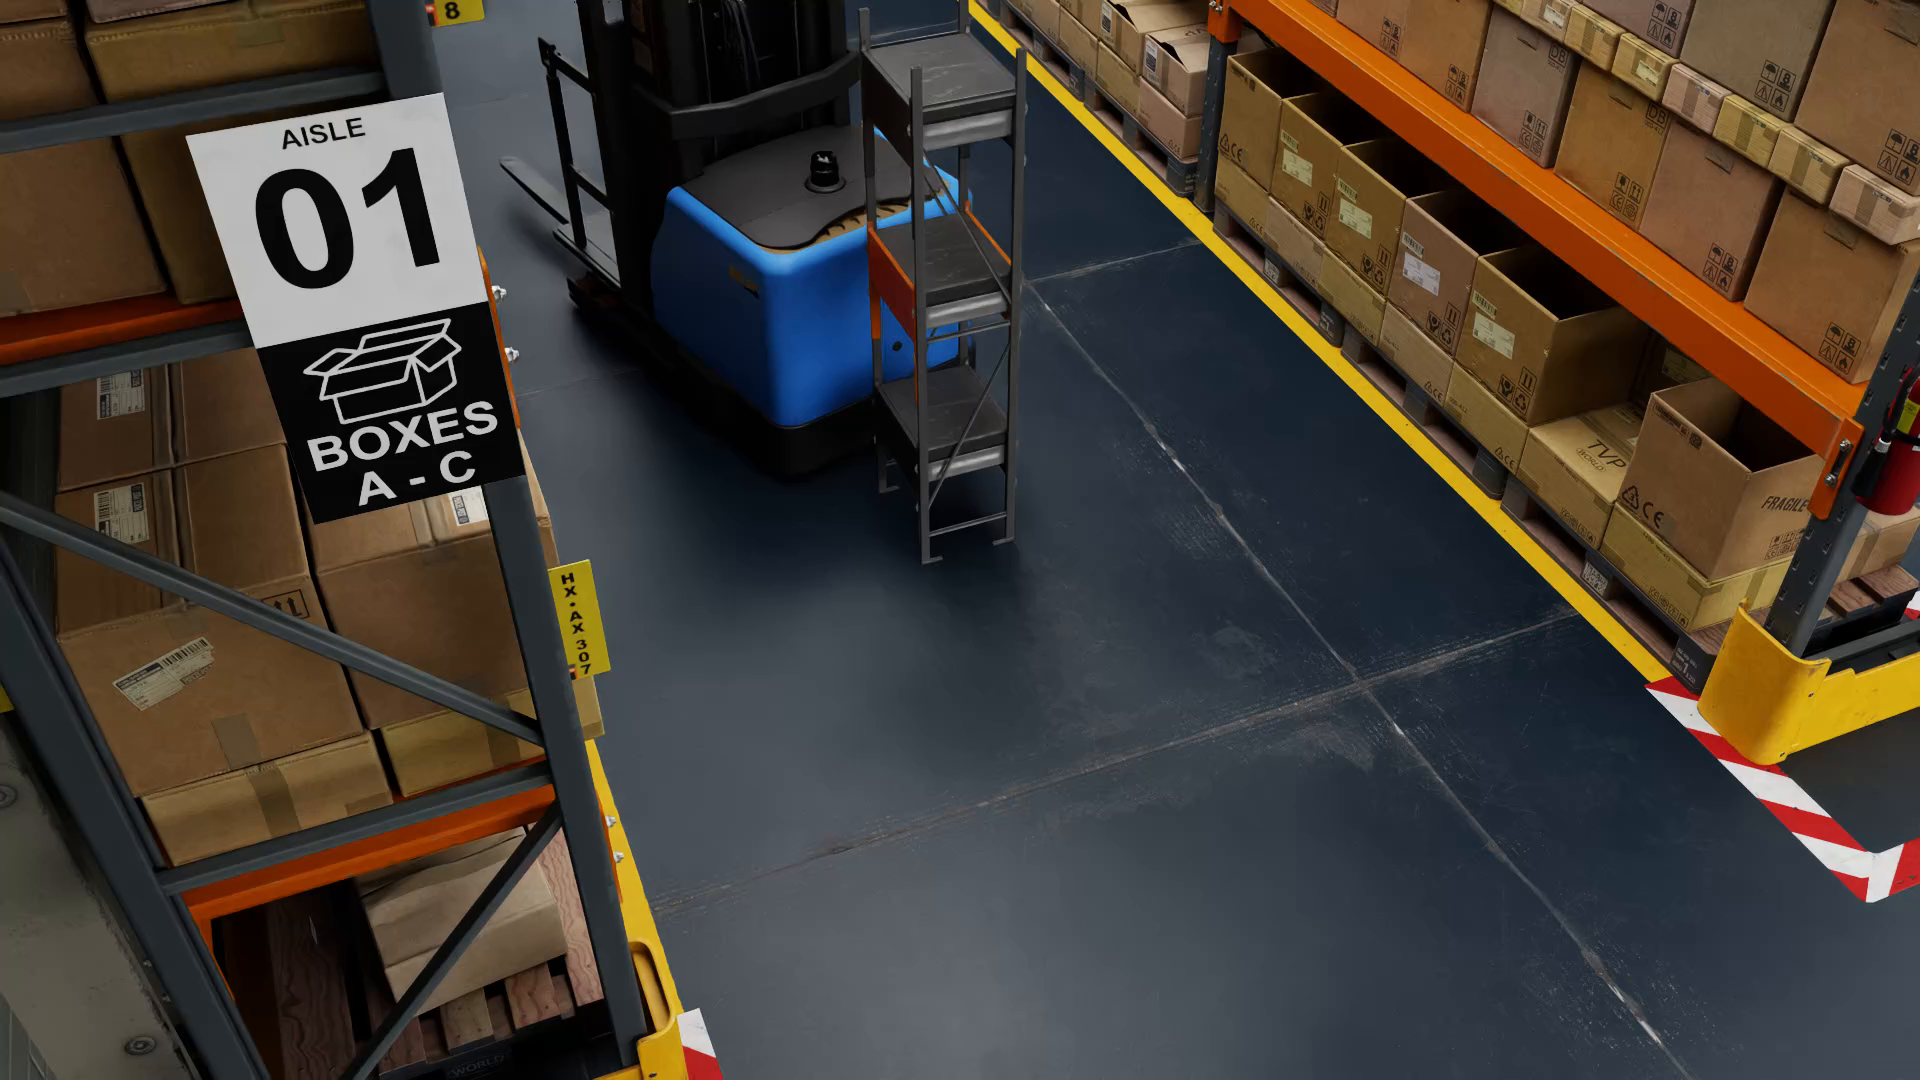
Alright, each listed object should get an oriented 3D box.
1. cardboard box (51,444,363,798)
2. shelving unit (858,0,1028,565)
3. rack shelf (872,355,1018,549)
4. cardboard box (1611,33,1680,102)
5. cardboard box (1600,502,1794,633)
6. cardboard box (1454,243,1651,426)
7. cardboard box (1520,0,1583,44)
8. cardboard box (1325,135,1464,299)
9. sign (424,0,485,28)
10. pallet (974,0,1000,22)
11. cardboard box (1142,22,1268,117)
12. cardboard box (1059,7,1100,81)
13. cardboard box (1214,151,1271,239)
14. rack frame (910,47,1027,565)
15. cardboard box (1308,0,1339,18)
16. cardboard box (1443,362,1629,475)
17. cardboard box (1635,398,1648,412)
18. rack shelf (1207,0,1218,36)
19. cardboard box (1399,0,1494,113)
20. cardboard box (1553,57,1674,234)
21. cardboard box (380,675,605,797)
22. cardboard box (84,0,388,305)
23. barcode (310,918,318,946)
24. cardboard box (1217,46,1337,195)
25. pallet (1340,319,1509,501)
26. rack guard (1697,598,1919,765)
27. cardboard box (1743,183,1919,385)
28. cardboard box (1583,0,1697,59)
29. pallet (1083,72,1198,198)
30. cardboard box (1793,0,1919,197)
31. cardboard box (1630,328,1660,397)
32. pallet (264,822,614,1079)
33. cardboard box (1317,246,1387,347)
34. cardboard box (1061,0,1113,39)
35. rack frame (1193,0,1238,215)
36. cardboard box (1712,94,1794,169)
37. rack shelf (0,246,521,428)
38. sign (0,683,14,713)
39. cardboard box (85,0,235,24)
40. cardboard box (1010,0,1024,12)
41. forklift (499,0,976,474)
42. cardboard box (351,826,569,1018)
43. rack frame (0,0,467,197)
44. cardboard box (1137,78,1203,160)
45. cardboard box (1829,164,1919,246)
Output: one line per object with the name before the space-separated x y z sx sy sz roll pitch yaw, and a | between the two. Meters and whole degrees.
cardboard box | -1.701 0.175 3.771 0.500 0.500 0.500 -16 43 -17
shelving unit | -0.063 -0.896 6.181 0.431 2.100 0.503 -15 43 -17
rack shelf | -0.063 -0.355 6.647 0.431 0.518 0.480 -15 43 -17
cardboard box | 2.534 -1.685 5.835 0.380 0.149 0.250 -14 43 -16
cardboard box | 2.773 0.037 6.194 0.500 0.250 0.500 -15 43 -17
cardboard box | 2.375 -0.846 6.645 0.500 0.500 0.500 -15 43 -17
cardboard box | 2.333 -1.998 6.198 0.380 0.149 0.250 -16 43 -17
cardboard box | 1.991 -1.448 7.345 0.500 0.500 0.500 -15 43 -17
sign | -0.823 -0.963 2.599 0.100 0.325 0.005 -15 43 -17
pallet | 0.469 -3.854 11.069 1.003 0.211 1.213 -15 43 -17
cardboard box | 1.301 -2.509 8.723 0.500 0.311 0.500 -15 43 -17
cardboard box | 0.906 -2.914 9.625 0.500 0.250 0.500 -14 43 -16
cardboard box | 1.618 -1.769 8.293 0.500 0.250 0.500 -15 43 -17
rack frame | 0.030 -0.749 6.010 0.400 2.100 0.015 -15 43 -17
cardboard box | 1.896 -2.779 7.604 0.700 0.500 0.500 -16 43 -18
cardboard box | 2.377 -0.562 6.890 0.500 0.250 0.500 -15 43 -17
cardboard box | 3.057 -0.393 6.693 0.500 0.250 0.500 -15 43 -17
rack shelf | 0.955 -3.939 9.582 1.077 0.370 4.000 -15 43 -17
cardboard box | 2.292 -2.160 6.884 0.700 0.500 0.500 -14 43 -16
cardboard box | 2.694 -1.535 6.158 0.700 0.500 0.500 -15 43 -17
cardboard box | -1.218 0.317 4.181 0.500 0.250 0.500 -16 43 -18
cardboard box | -1.221 -0.806 2.994 0.500 0.500 0.500 -14 43 -16
barcode | -1.882 1.140 4.842 0.001 0.075 0.075 -15 43 -17
cardboard box | 1.609 -2.050 8.046 0.500 0.500 0.500 -15 43 -17
pallet | 2.457 -0.724 7.430 1.003 0.211 1.213 -15 43 -17
rack guard | 3.260 0.365 5.942 1.175 0.500 0.348 -15 43 -17
cardboard box | 3.084 -0.920 5.442 0.700 0.500 0.500 -15 43 -17
cardboard box | 2.664 -2.062 5.776 0.700 0.500 0.500 -15 43 -17
pallet | 1.403 -2.384 9.360 1.003 0.211 1.213 -15 43 -17
cardboard box | 3.064 -1.443 5.056 0.700 0.500 0.500 -15 43 -17
cardboard box | 2.855 -0.976 6.796 0.500 0.500 0.500 -15 43 -17
pallet | -1.632 1.154 5.246 1.003 0.211 1.213 -15 43 -17
cardboard box | 1.991 -1.164 7.589 0.500 0.250 0.500 -15 43 -17
cardboard box | 0.907 -3.122 9.436 0.500 0.311 0.500 -15 43 -17
rack frame | 1.721 -3.007 7.946 1.000 3.000 0.127 -15 43 -17
cardboard box | 2.729 -1.375 5.474 0.380 0.149 0.250 -16 43 -17
rack shelf | -2.090 -1.429 4.362 1.077 0.370 4.000 -15 43 -17
sign | -1.845 0.208 3.077 0.100 0.325 0.005 -15 43 -17
cardboard box | -1.247 -1.214 2.701 0.500 0.500 0.500 -18 44 -20
cardboard box | 0.517 -3.530 10.341 0.500 0.250 0.500 -16 43 -18
forklift | -1.229 -2.293 7.169 1.130 2.935 3.031 -27 47 -28
cardboard box | -1.506 1.054 4.948 0.500 0.311 0.500 -20 45 -22
rack frame | -1.324 -1.634 1.748 1.000 3.000 0.127 -15 43 -17
cardboard box | 1.294 -2.301 8.912 0.500 0.250 0.500 -16 43 -17
cardboard box | 2.929 -1.064 5.112 0.380 0.149 0.250 -16 43 -18
